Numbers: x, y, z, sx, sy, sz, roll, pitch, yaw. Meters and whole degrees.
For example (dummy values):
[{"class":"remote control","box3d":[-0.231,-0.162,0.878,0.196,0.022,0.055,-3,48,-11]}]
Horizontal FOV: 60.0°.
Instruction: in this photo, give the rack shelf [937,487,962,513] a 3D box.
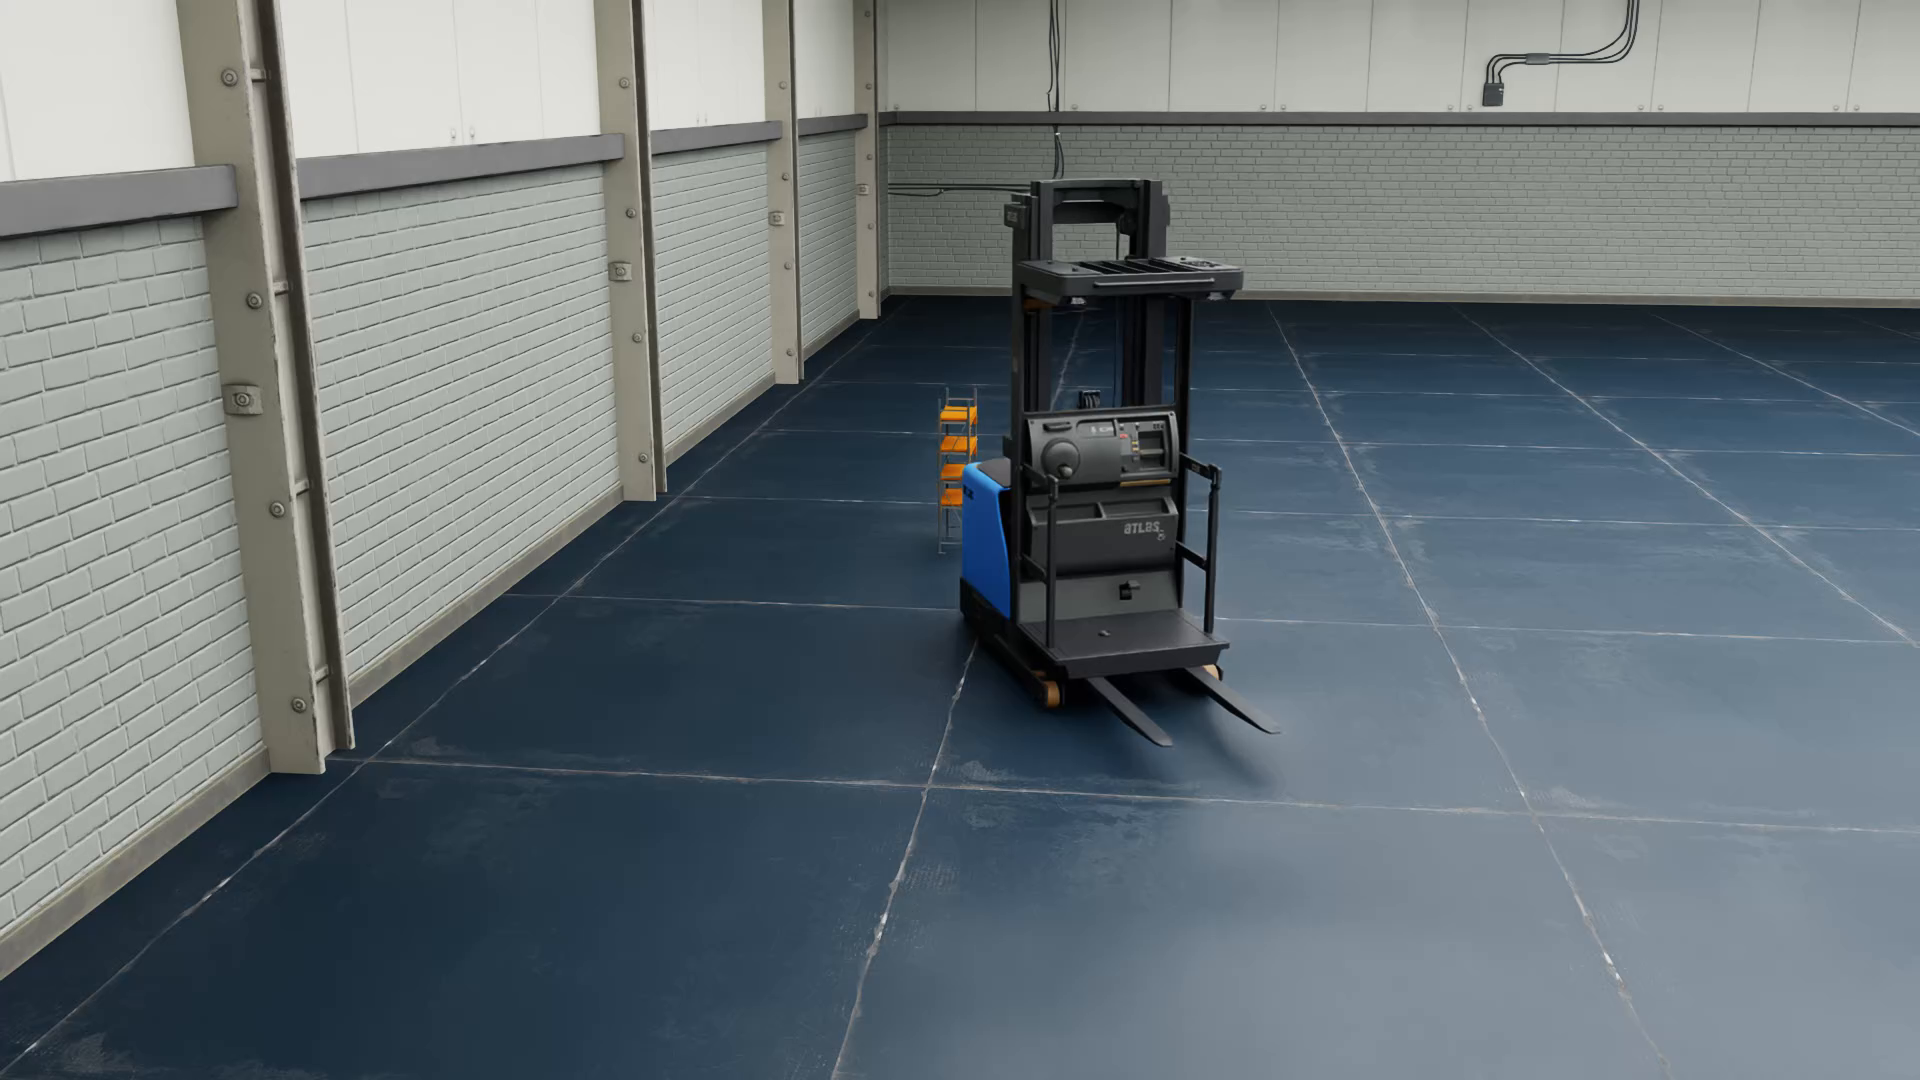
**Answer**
[{"class":"rack shelf","box3d":[-0.019,-0.280,12.916,0.258,0.148,0.480,2,15,6]}]

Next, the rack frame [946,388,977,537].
[{"class":"rack frame","box3d":[0.009,-0.600,13.081,0.240,1.200,0.015,2,15,6]}]

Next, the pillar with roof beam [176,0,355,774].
[{"class":"pillar with roof beam","box3d":[0.821,-3.053,7.215,9.100,9.000,0.400,2,15,6]}]

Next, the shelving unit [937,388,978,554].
[{"class":"shelving unit","box3d":[-0.019,-0.536,12.847,0.258,1.200,0.503,2,15,6]}]

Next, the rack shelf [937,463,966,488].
[{"class":"rack shelf","box3d":[-0.019,-0.471,12.864,0.258,0.148,0.480,2,15,6]}]

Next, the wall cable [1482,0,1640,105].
[{"class":"wall cable","box3d":[9.652,-9.932,26.137,2.305,6.003,0.169,2,15,6]}]

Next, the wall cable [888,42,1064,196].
[{"class":"wall cable","box3d":[0.221,-7.075,28.036,3.097,2.526,0.112,2,15,6]}]

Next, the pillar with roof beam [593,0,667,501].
[{"class":"pillar with roof beam","box3d":[1.498,-4.610,12.970,9.100,9.000,0.400,2,15,6]}]

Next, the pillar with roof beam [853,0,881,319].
[{"class":"pillar with roof beam","box3d":[2.852,-7.722,24.480,9.100,9.000,0.400,2,15,6]}]

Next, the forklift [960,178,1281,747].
[{"class":"forklift","box3d":[0.911,-0.556,9.604,1.130,2.935,3.031,-4,16,-16]}]

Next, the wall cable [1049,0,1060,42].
[{"class":"wall cable","box3d":[2.909,-9.433,27.082,3.097,2.526,0.112,2,15,6]}]

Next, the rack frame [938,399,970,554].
[{"class":"rack frame","box3d":[-0.046,-0.473,12.613,0.240,1.200,0.015,2,15,6]}]

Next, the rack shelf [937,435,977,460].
[{"class":"rack shelf","box3d":[-0.019,-0.687,12.806,0.258,0.148,0.480,2,15,6]}]

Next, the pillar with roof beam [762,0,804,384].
[{"class":"pillar with roof beam","box3d":[2.175,-6.166,18.725,9.100,9.000,0.400,2,15,6]}]

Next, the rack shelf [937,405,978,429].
[{"class":"rack shelf","box3d":[-0.019,-0.916,12.744,0.258,0.148,0.480,2,15,6]}]
